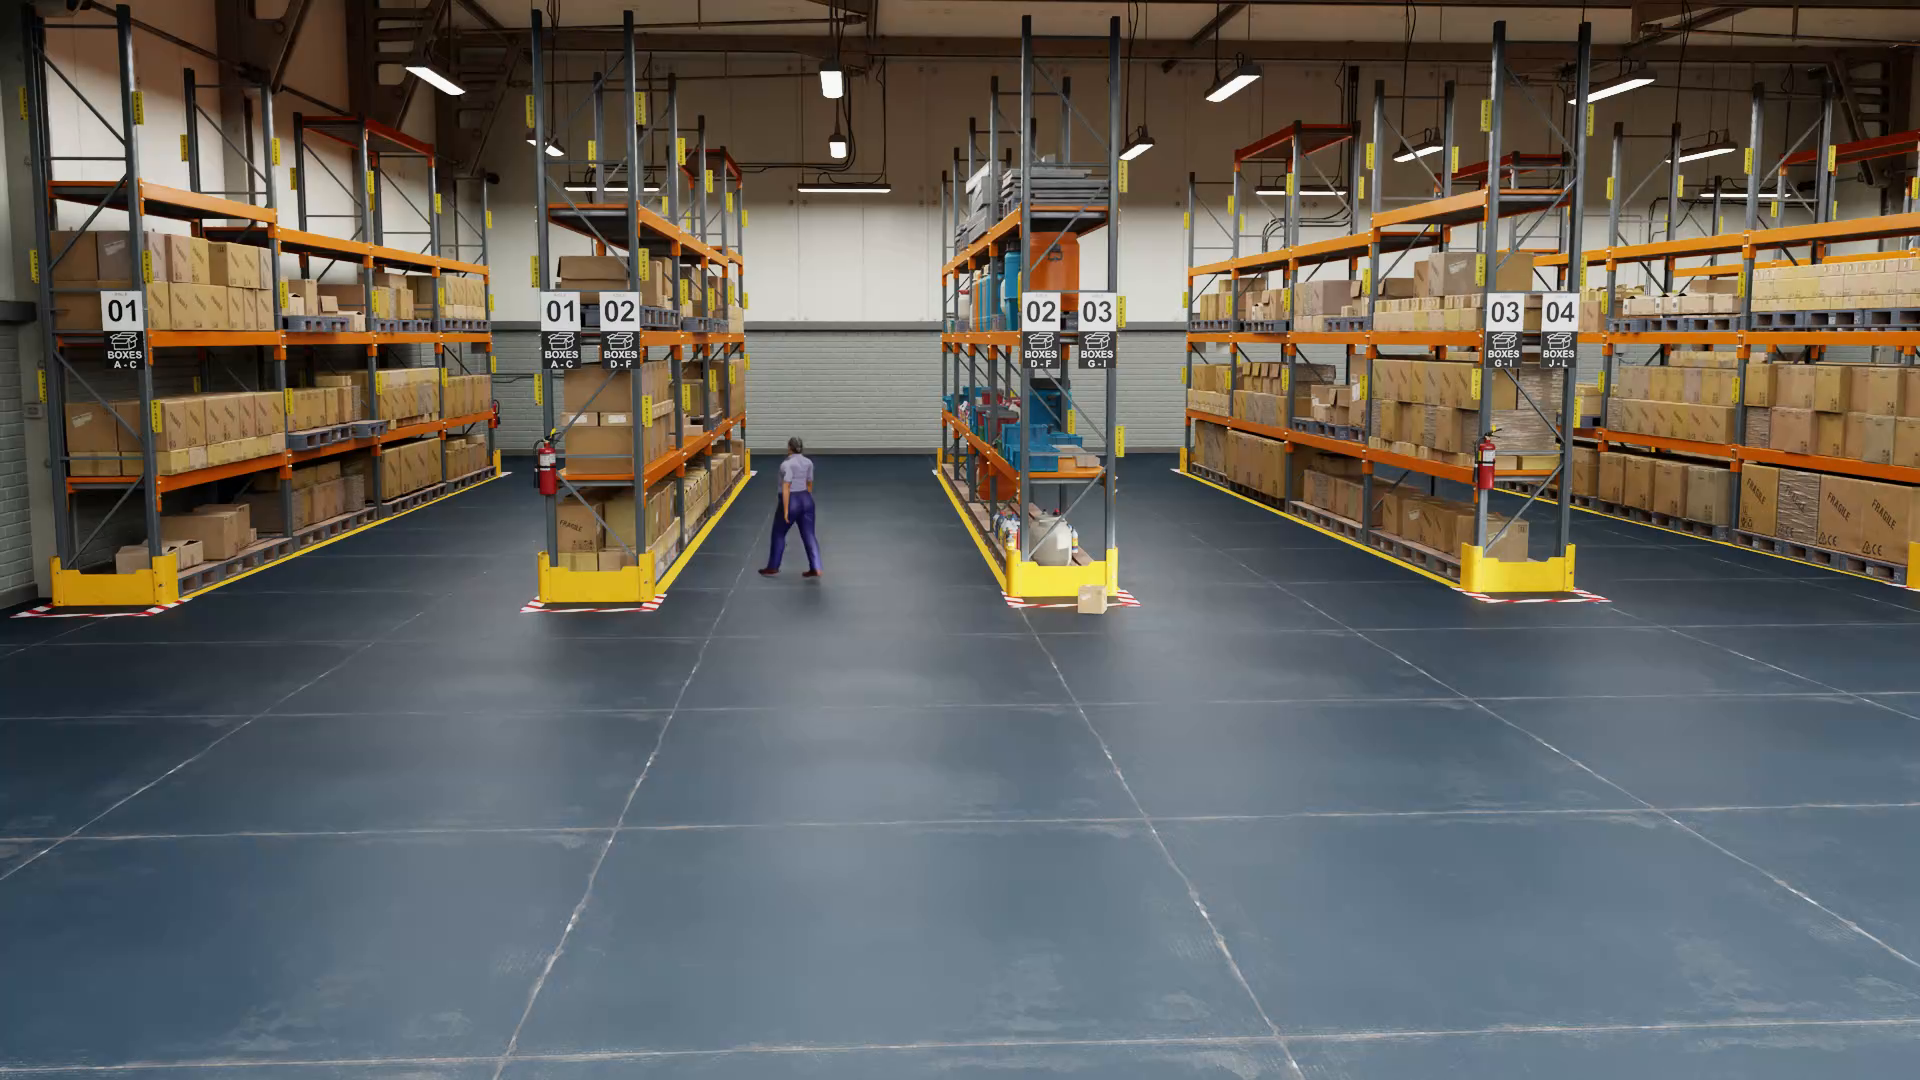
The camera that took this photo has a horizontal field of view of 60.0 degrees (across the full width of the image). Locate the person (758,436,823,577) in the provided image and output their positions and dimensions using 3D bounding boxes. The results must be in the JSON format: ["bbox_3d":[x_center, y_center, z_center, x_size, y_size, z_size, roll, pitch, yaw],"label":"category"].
[{"bbox_3d":[-1.905,-0.383,18.923,0.503,1.588,0.936,-6,9,-41],"label":"person"}]
